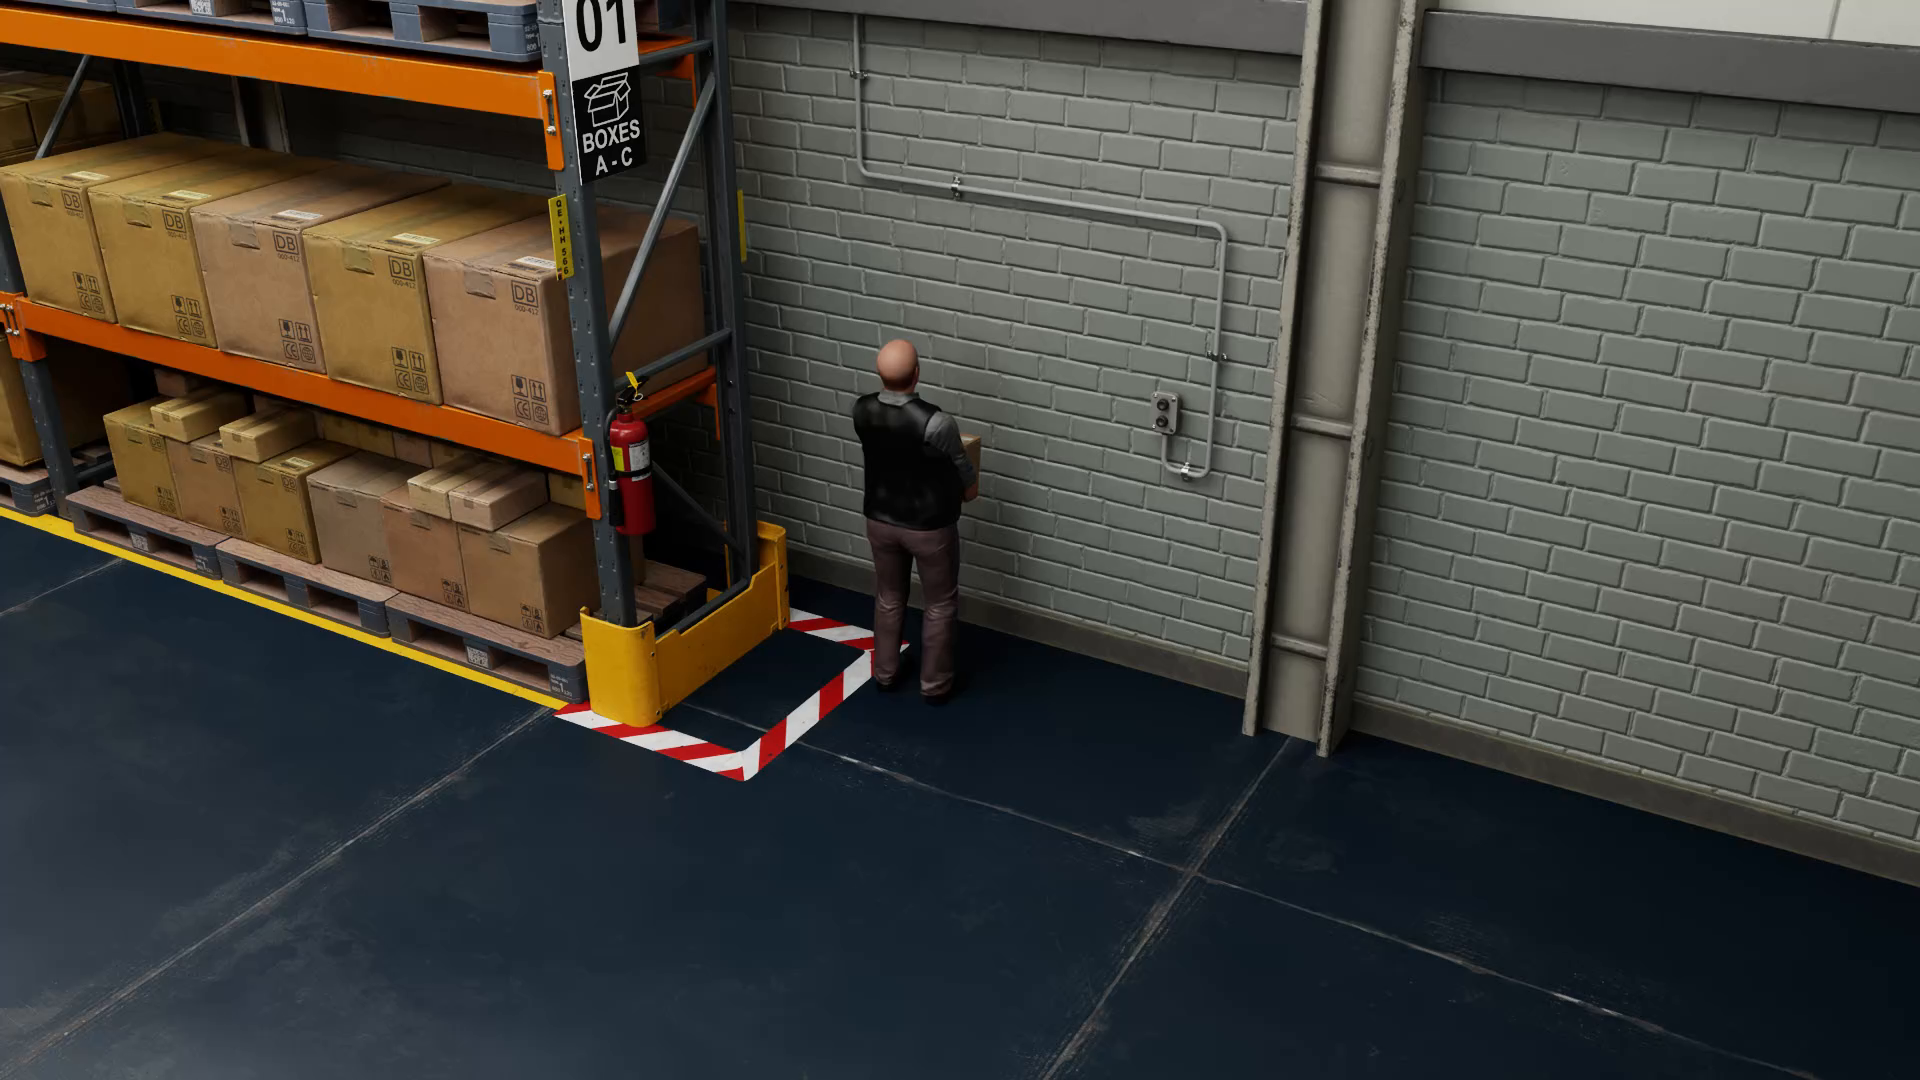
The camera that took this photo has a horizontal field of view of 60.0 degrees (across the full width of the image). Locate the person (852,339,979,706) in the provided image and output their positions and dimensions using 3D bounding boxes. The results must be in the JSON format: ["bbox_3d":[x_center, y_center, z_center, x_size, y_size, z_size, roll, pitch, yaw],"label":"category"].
[{"bbox_3d":[-0.180,-0.083,7.405,0.494,1.637,0.551,13,29,25],"label":"person"}]
